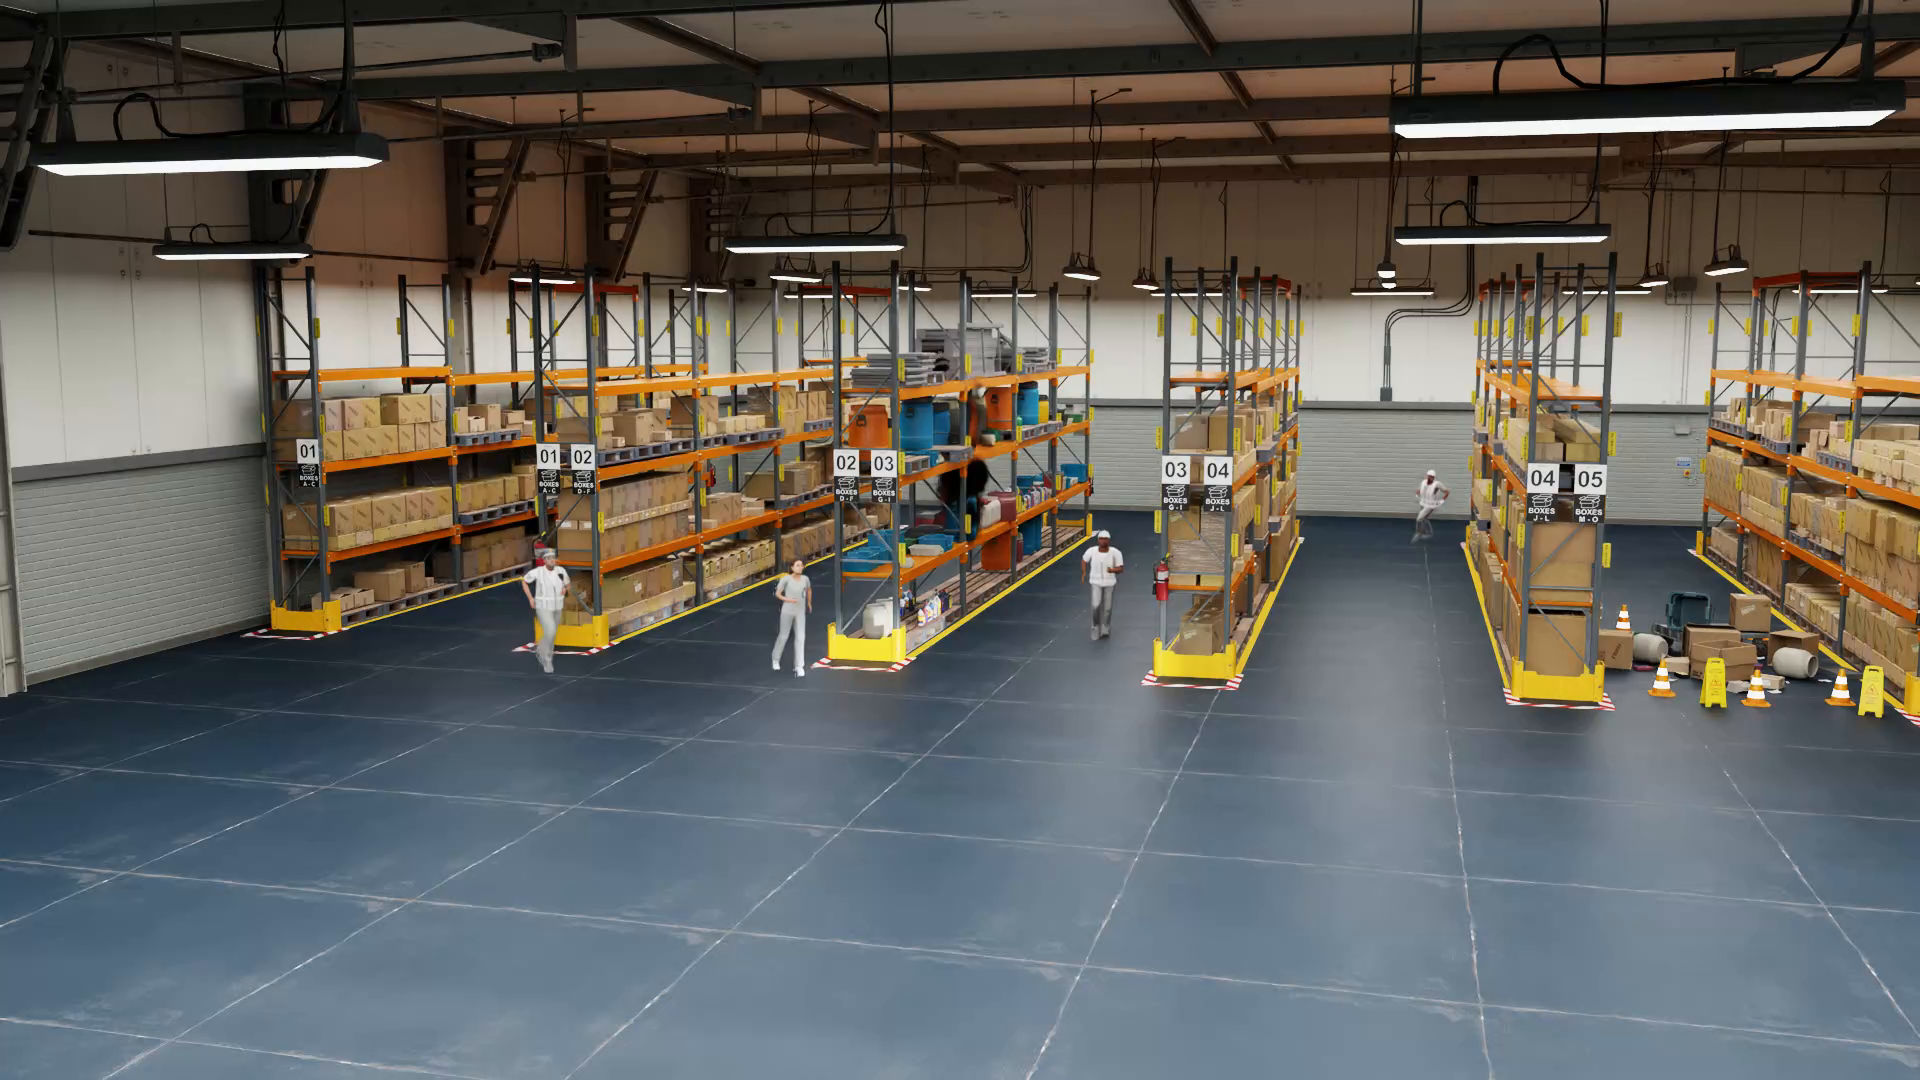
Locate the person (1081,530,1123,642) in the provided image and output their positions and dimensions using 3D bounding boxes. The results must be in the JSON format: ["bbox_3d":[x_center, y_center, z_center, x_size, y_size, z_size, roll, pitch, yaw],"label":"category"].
[{"bbox_3d":[2.293,0.739,26.802,0.671,1.801,0.728,0,7,4],"label":"person"}]

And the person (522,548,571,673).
[{"bbox_3d":[-6.078,1.025,24.585,0.653,1.855,0.744,-7,10,-44],"label":"person"}]

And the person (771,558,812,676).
[{"bbox_3d":[-2.389,1.083,24.178,0.595,1.670,0.886,-3,8,-23],"label":"person"}]

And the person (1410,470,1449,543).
[{"bbox_3d":[11.015,-0.780,39.024,0.751,1.758,0.803,-4,8,-28],"label":"person"}]
